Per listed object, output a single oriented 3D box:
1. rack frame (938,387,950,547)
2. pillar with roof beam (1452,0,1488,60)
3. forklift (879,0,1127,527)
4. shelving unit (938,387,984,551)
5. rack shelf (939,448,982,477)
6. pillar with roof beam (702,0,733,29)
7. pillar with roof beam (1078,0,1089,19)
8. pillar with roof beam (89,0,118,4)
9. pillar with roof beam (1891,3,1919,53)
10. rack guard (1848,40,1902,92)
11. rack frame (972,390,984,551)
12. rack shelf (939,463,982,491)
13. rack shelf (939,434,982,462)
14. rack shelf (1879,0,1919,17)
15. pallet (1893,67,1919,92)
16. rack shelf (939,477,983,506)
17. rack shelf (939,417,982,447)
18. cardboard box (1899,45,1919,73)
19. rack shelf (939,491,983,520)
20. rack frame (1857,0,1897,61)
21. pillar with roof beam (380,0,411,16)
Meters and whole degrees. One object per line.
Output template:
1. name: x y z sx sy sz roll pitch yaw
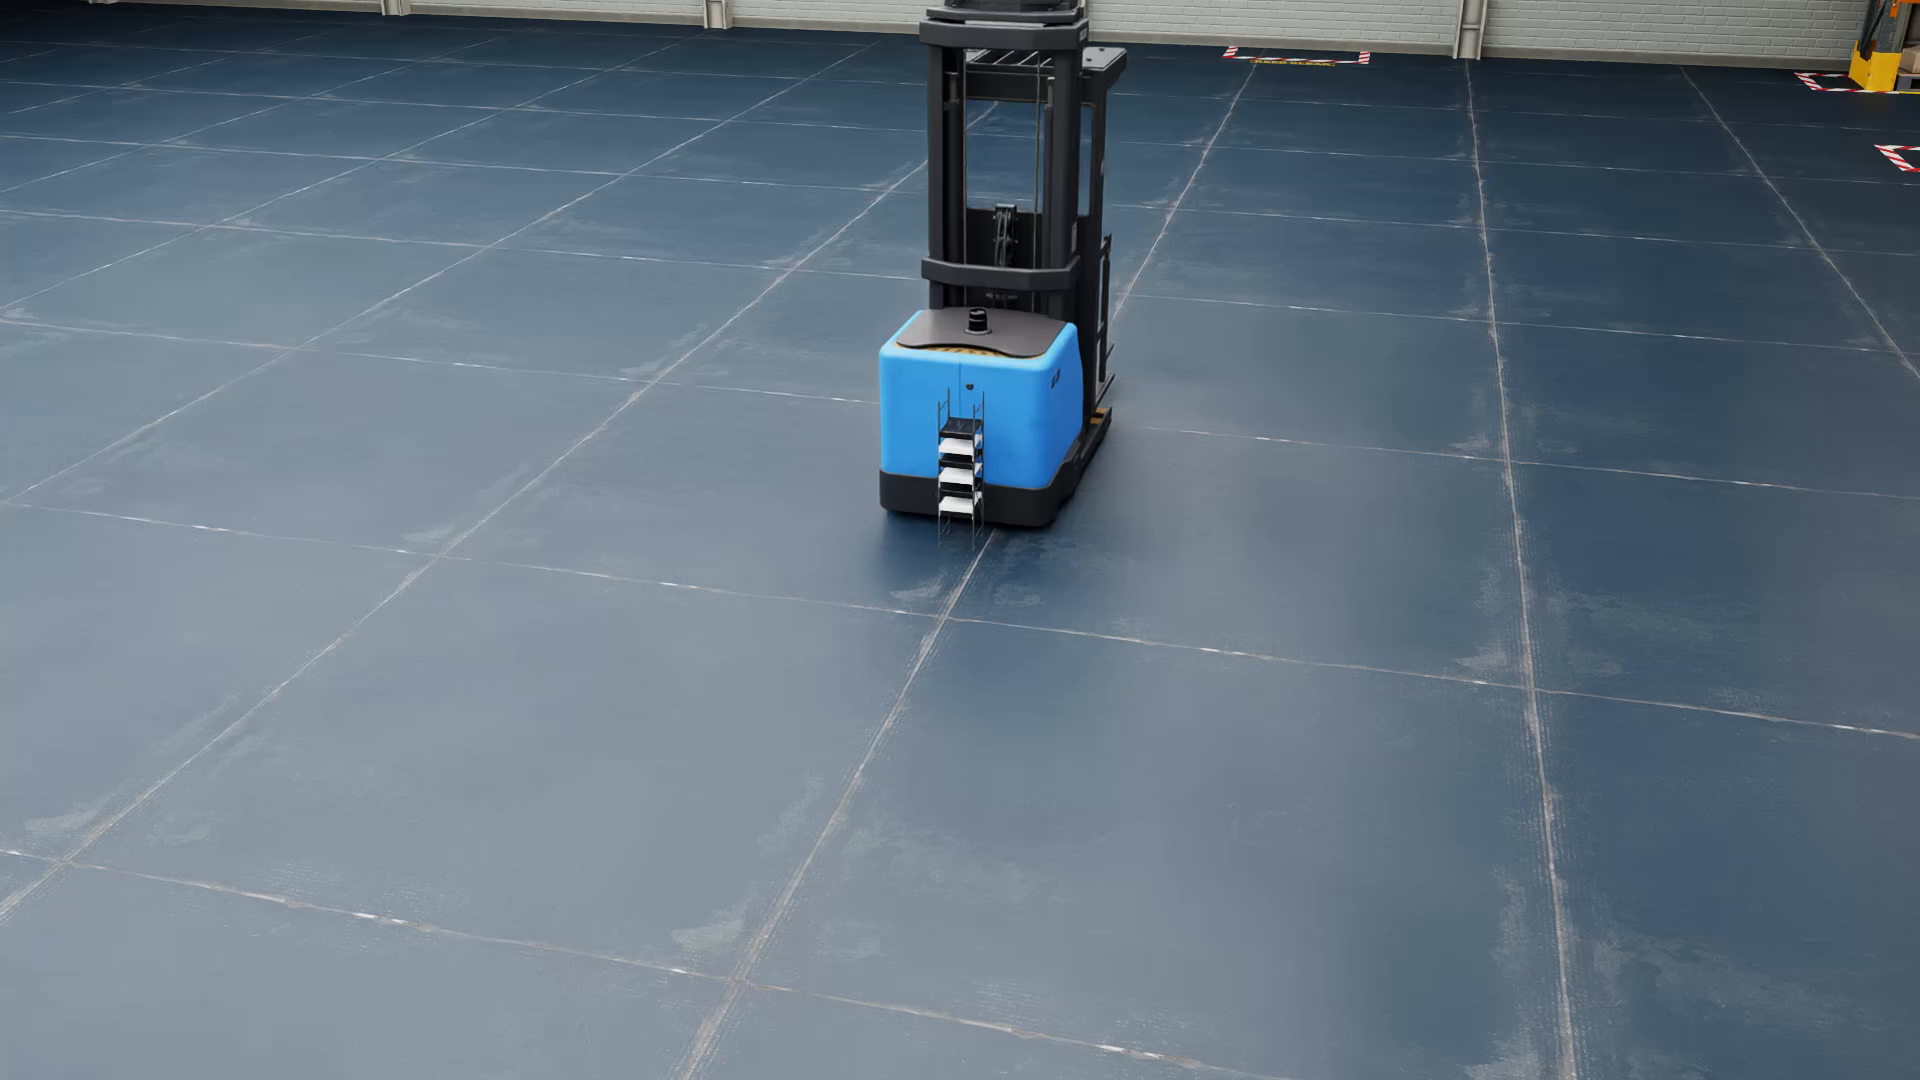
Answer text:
1. rack frame: -0.092 -0.415 9.574 0.006 0.900 0.240 6 26 13
2. pillar with roof beam: 6.534 -9.523 19.283 0.400 9.000 9.100 6 26 13
3. forklift: 0.406 -2.013 10.569 1.130 2.935 3.031 7 26 14
4. shelving unit: 0.007 -0.405 9.552 0.210 0.900 0.258 6 26 13
5. rack shelf: 0.007 -0.456 9.527 0.200 0.077 0.258 6 26 13
6. pillar with roof beam: -5.088 -10.807 21.982 0.400 9.000 9.100 6 26 13
7. pillar with roof beam: 0.723 -10.165 20.633 0.400 9.000 9.100 6 26 13
8. pillar with roof beam: -16.710 -12.092 24.680 0.400 9.000 9.100 6 26 13
9. pillar with roof beam: 12.345 -8.880 17.934 0.400 9.000 9.100 6 26 13
10. rack guard: 12.597 -6.542 22.909 0.348 0.500 1.175 6 26 13
11. rack frame: 0.105 -0.394 9.529 0.006 0.900 0.240 6 26 13
12. rack shelf: 0.007 -0.374 9.566 0.200 0.077 0.258 6 26 13
13. rack shelf: 0.007 -0.537 9.489 0.200 0.077 0.258 6 26 13
14. rack shelf: 14.461 -7.140 22.094 4.000 0.370 1.077 6 26 13
15. pallet: 13.375 -6.310 22.758 1.213 0.211 1.003 6 26 13
16. rack shelf: 0.007 -0.293 9.604 0.200 0.077 0.258 6 26 13
17. rack shelf: 0.007 -0.619 9.451 0.200 0.077 0.258 6 26 13
18. cardboard box: 13.172 -6.552 22.638 0.500 0.311 0.500 3 26 7
19. rack shelf: 0.007 -0.212 9.643 0.200 0.077 0.258 6 26 13
20. rack frame: 12.524 -7.679 22.389 0.127 3.000 1.000 6 26 13
21. pillar with roof beam: -10.899 -11.450 23.331 0.400 9.000 9.100 6 26 13
